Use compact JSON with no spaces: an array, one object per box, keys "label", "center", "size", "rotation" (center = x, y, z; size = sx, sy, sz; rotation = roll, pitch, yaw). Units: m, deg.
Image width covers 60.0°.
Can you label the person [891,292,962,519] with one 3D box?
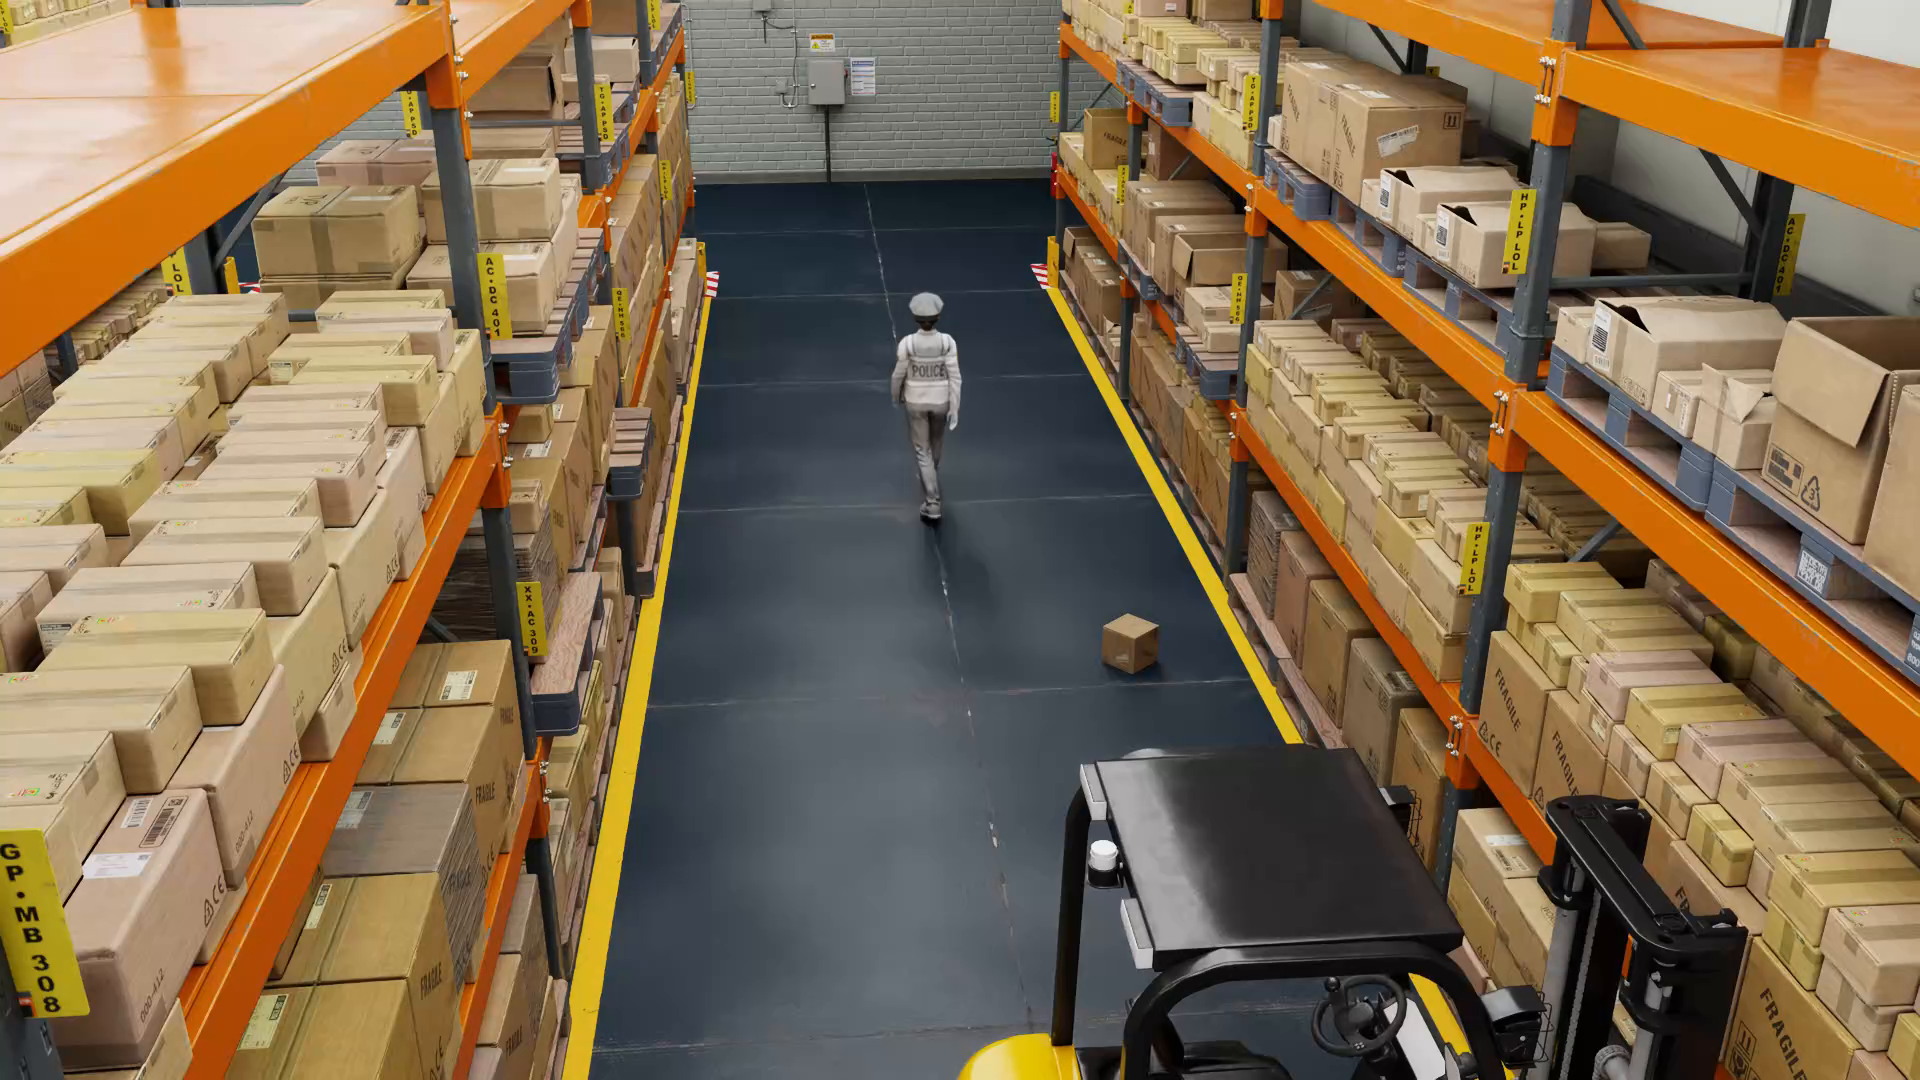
[{"label":"person","center":[-0.275,-1.066,12.436],"size":[0.494,1.631,0.989],"rotation":[-6,25,-13]}]
